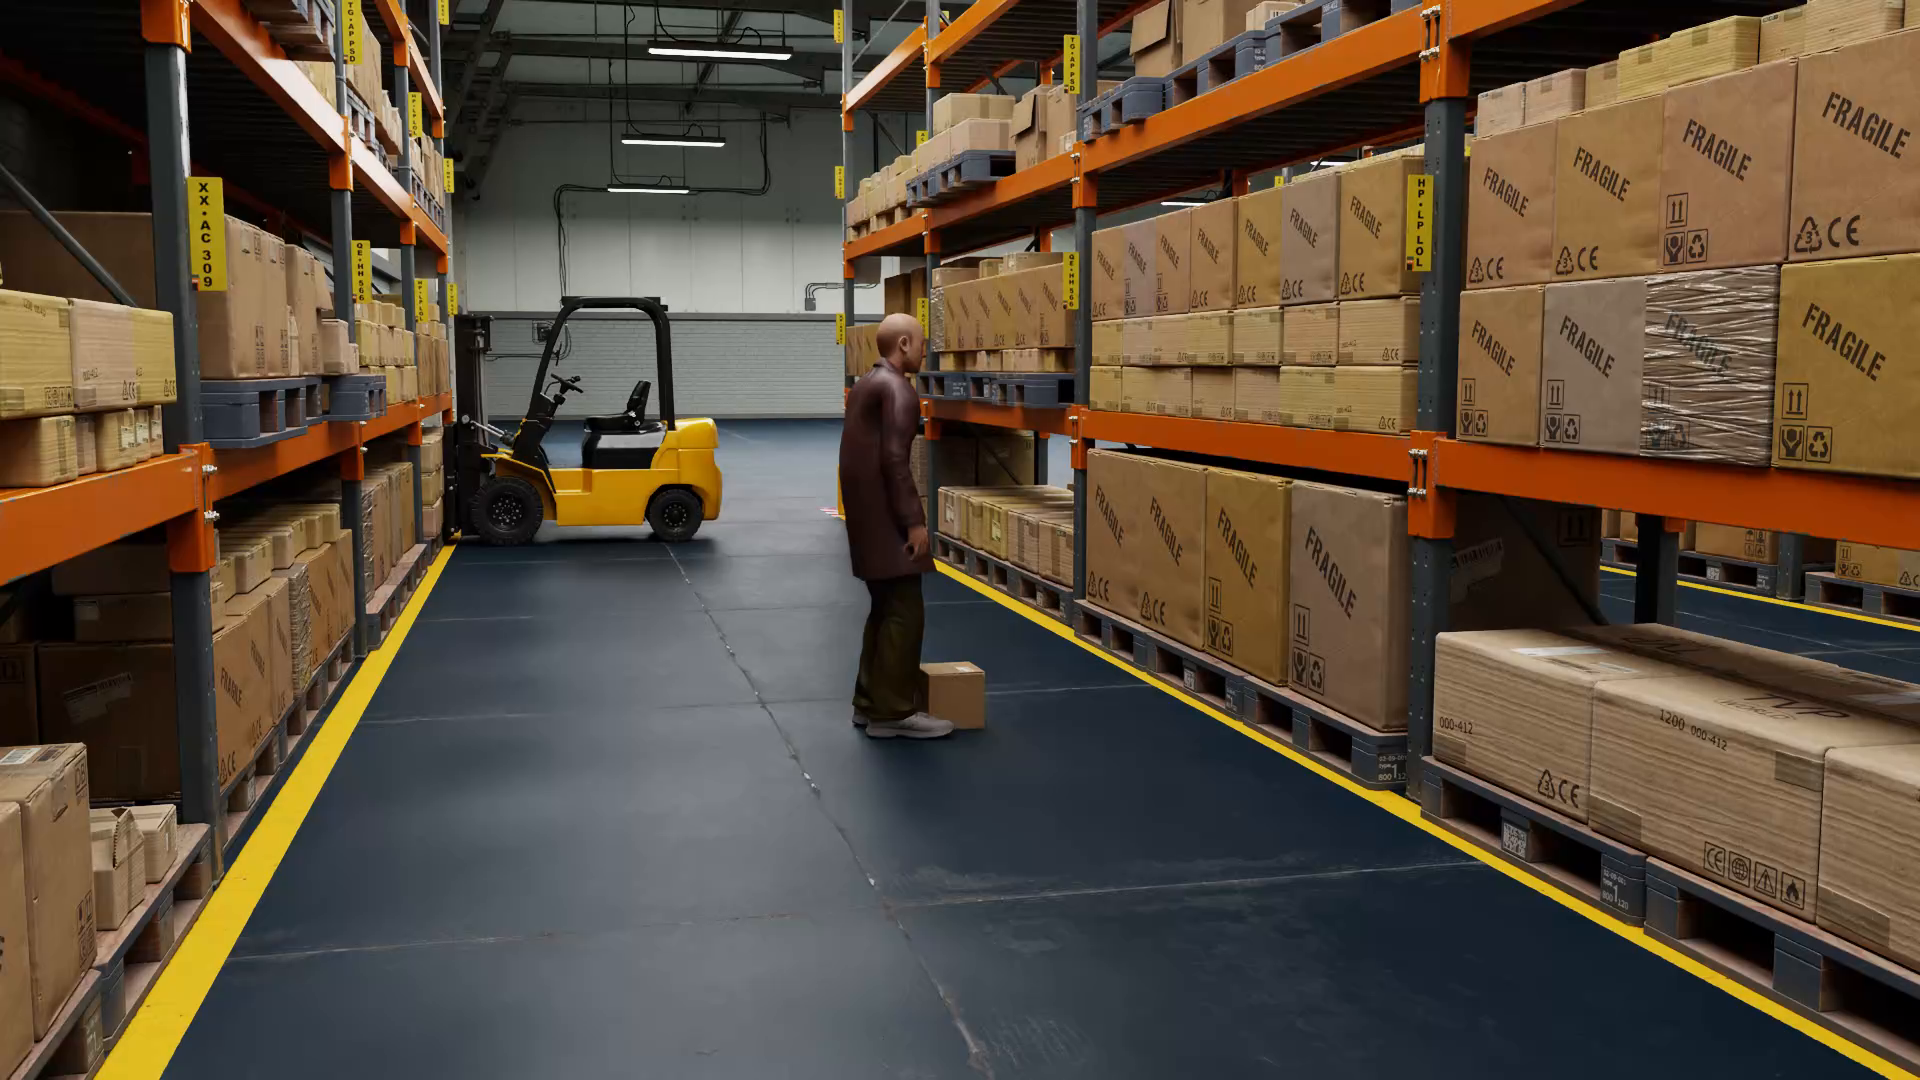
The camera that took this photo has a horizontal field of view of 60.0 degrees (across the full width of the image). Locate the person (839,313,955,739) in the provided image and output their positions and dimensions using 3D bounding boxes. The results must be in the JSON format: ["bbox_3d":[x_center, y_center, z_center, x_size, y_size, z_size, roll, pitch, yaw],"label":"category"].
[{"bbox_3d":[-0.292,-0.074,7.096,0.428,1.773,0.650,-2,6,-17],"label":"person"}]
